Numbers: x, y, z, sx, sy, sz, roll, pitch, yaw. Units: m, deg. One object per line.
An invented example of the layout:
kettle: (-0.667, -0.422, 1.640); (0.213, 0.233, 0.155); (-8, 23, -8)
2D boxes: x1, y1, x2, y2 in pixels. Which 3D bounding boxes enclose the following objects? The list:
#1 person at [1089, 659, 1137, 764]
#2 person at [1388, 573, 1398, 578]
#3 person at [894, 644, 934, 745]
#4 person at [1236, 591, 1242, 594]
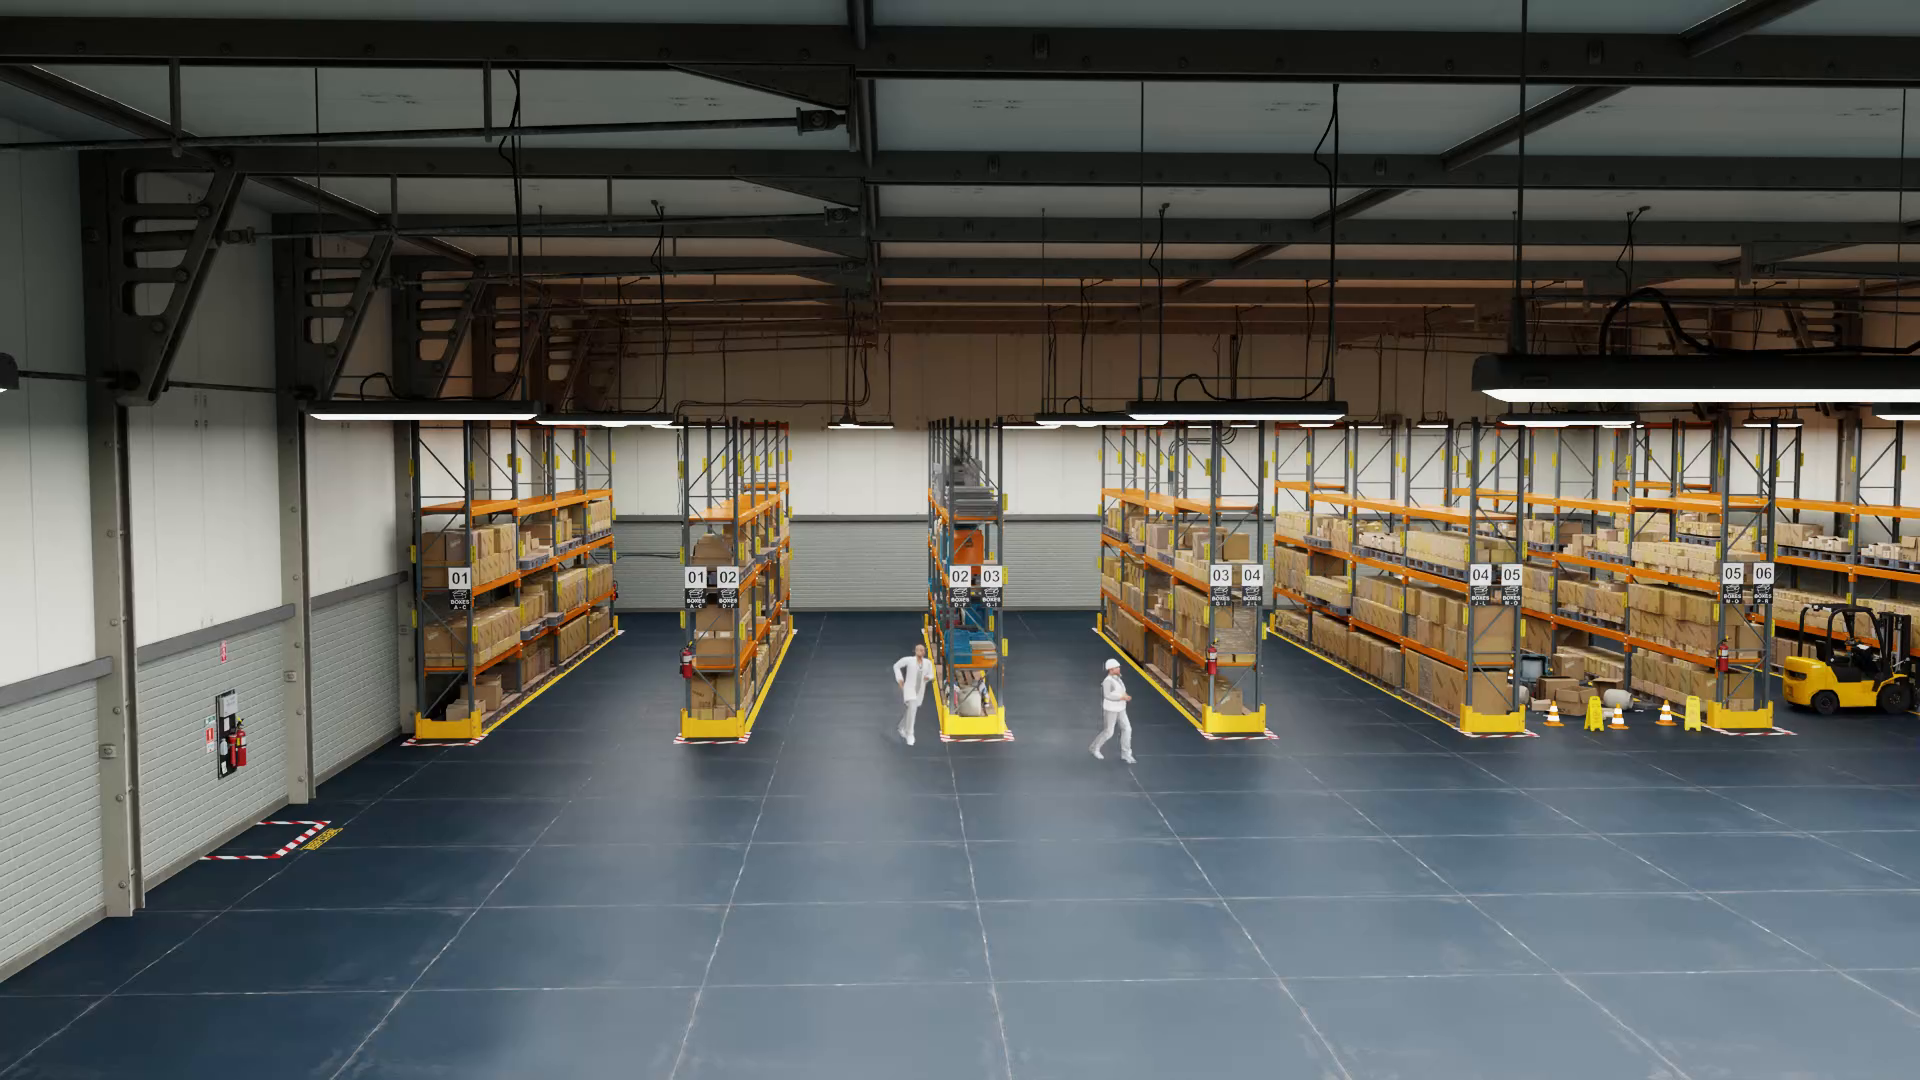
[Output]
person: (2.644, 2.963, 28.763); (0.849, 1.823, 0.663); (2, 4, 31)
person: (12.864, 1.650, 49.341); (0.593, 1.721, 0.713); (0, 4, -2)
person: (-0.828, 2.834, 30.887); (0.694, 1.800, 0.882); (-2, 4, -30)
person: (8.090, 1.808, 48.577); (0.711, 1.488, 0.550); (3, 5, 38)
